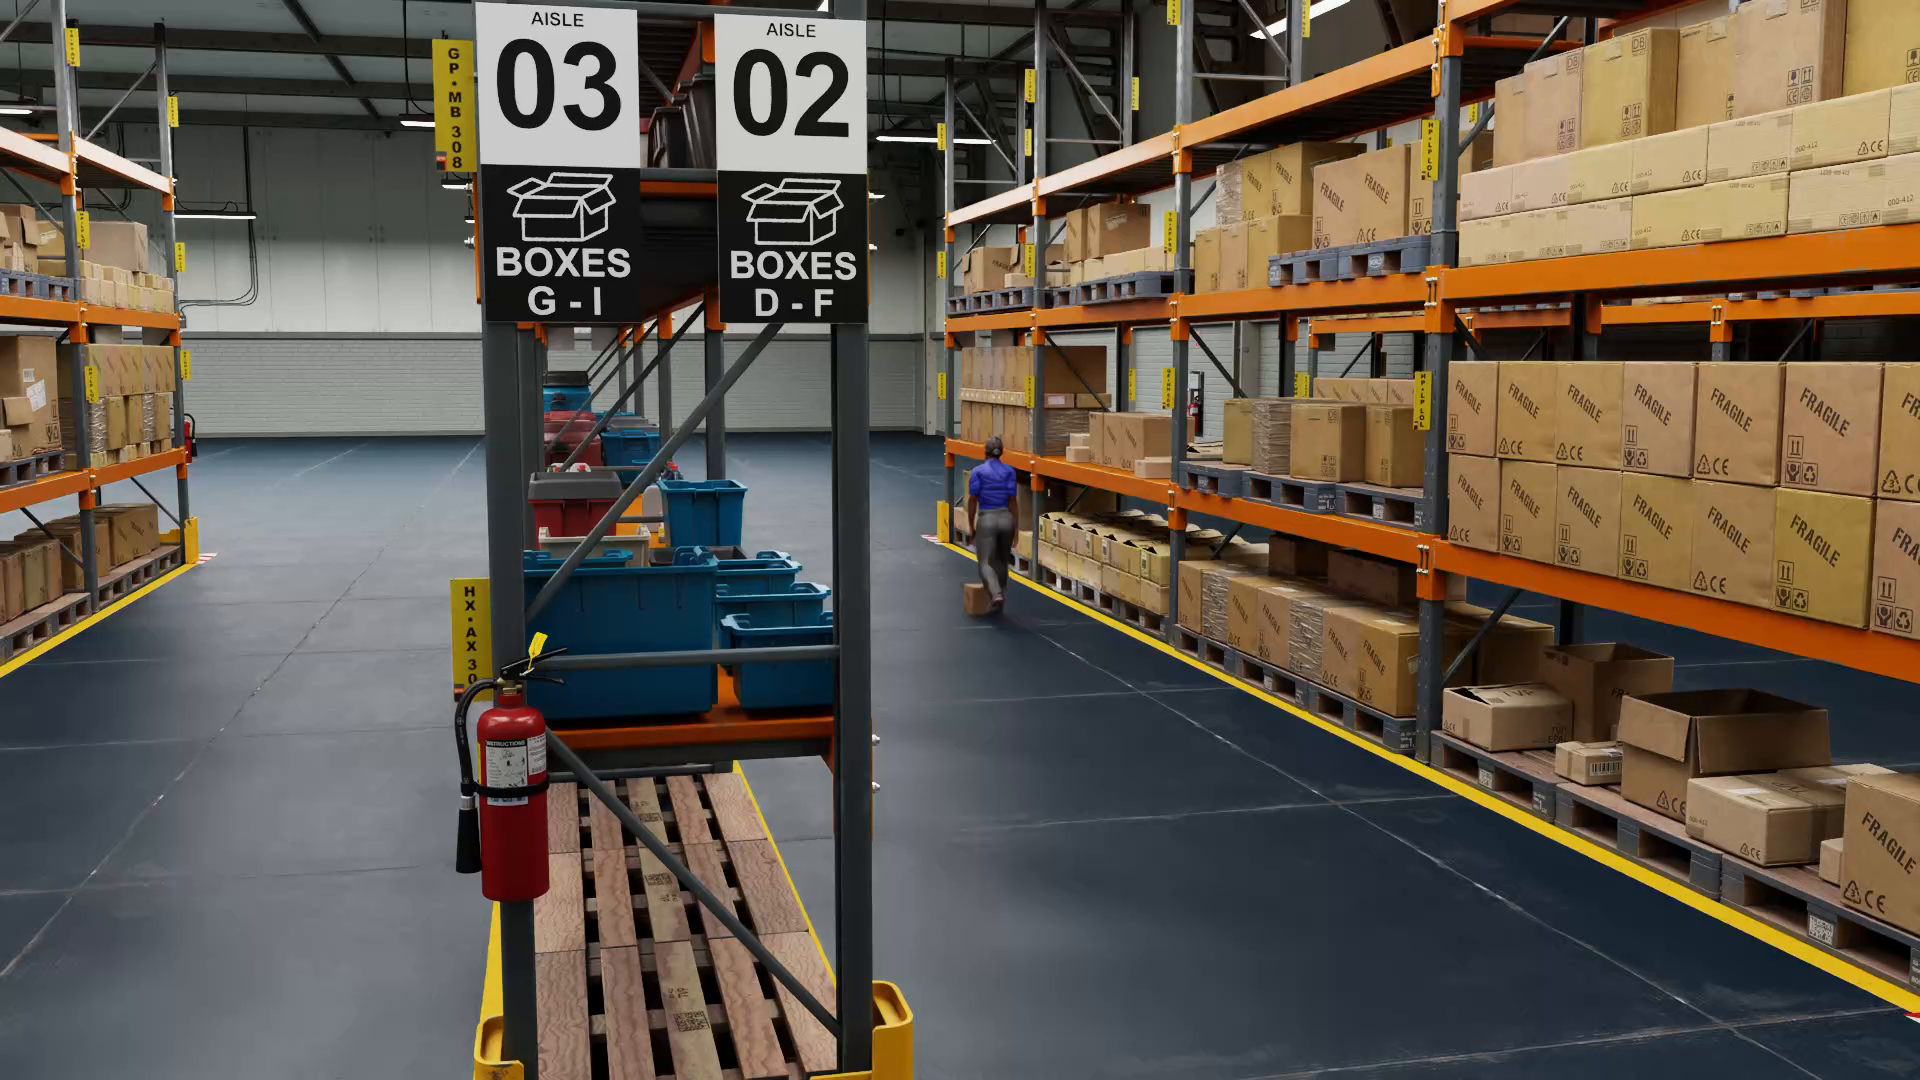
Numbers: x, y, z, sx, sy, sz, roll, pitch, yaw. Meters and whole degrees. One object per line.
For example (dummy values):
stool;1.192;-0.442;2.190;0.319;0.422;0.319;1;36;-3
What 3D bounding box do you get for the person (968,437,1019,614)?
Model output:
person;0.306;-0.112;14.819;0.449;1.606;0.987;-1;6;-12
